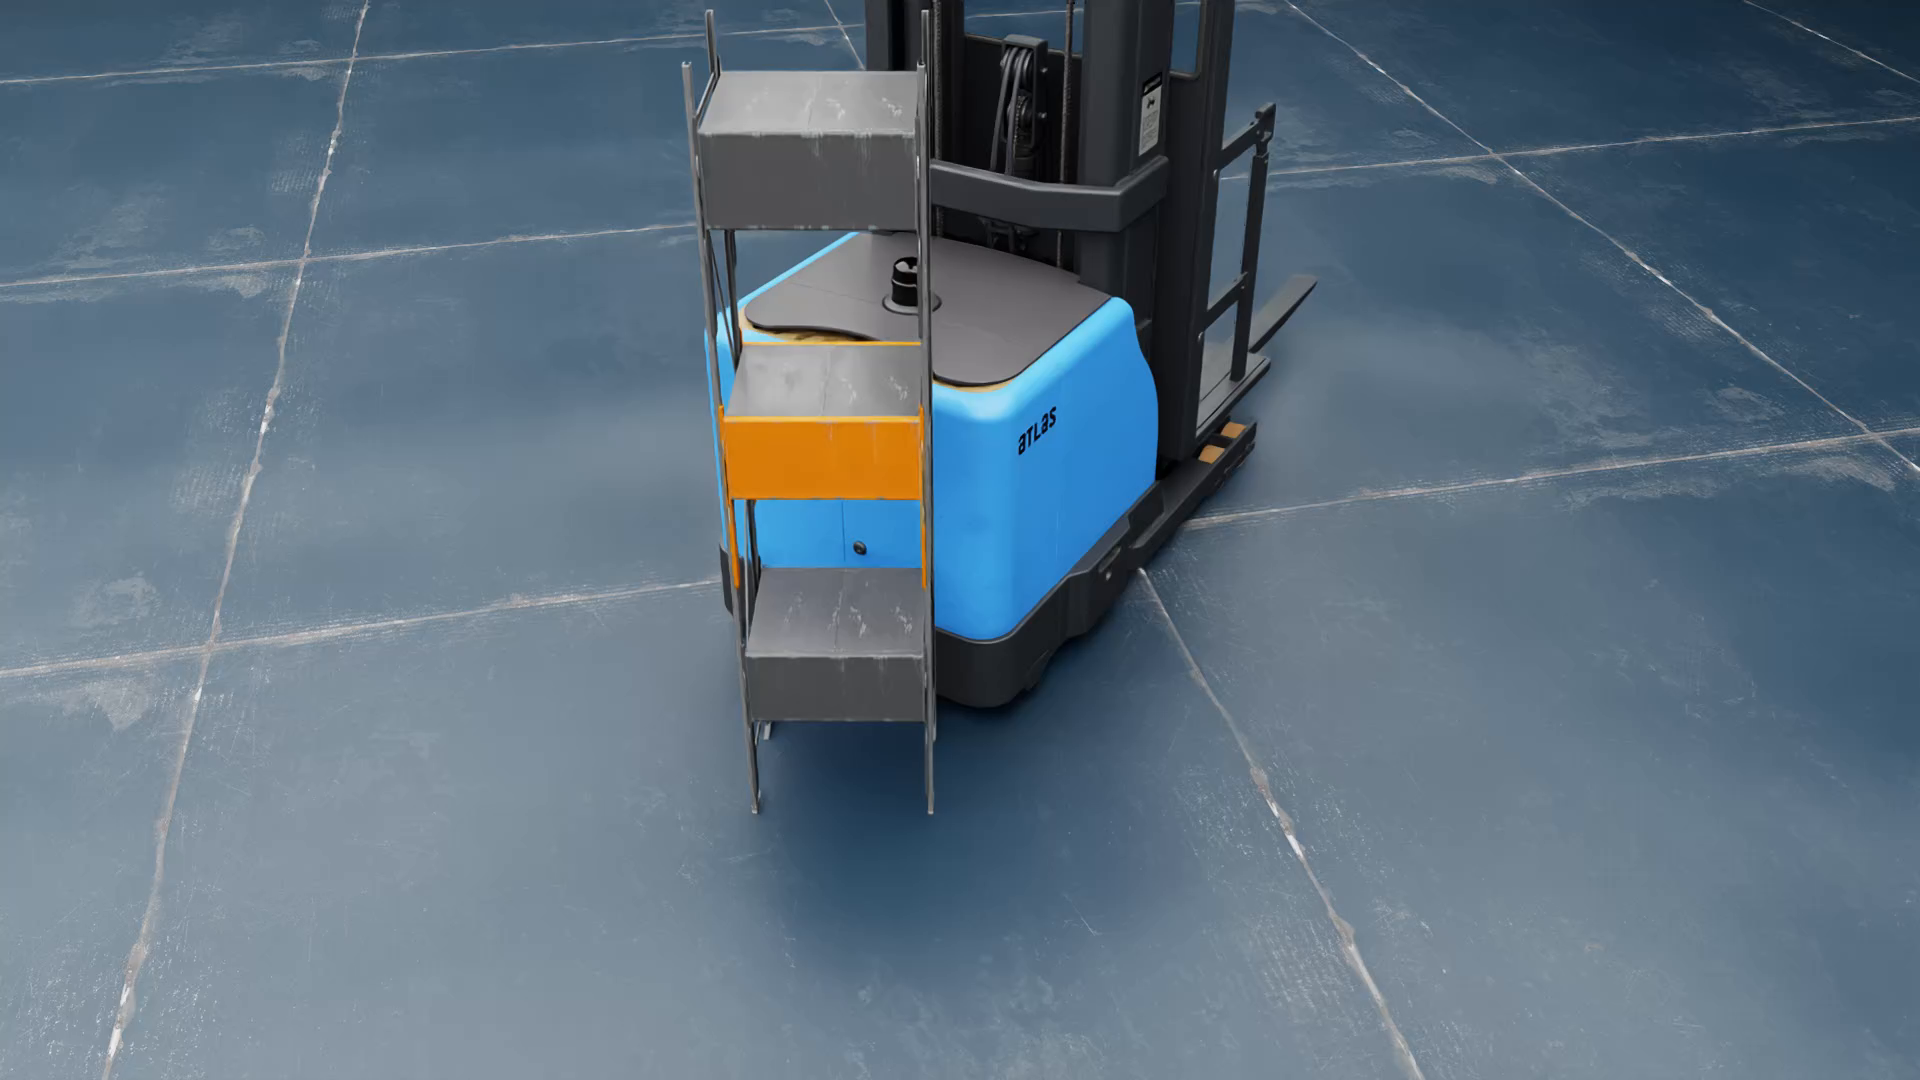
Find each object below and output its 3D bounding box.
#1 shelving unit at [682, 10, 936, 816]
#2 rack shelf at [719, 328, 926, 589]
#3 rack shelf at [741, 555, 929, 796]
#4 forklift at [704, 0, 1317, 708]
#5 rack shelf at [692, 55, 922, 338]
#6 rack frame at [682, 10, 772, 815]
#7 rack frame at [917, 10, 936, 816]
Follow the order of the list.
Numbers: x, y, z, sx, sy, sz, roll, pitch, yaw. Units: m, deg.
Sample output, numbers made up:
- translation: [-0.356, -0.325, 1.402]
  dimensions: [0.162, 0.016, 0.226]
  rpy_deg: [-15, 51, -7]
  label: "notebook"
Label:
- translation: [-0.324, -0.220, 4.193]
  dimensions: [0.503, 2.100, 0.431]
  rpy_deg: [0, 34, 0]
  label: "shelving unit"
- translation: [-0.324, -0.208, 4.200]
  dimensions: [0.480, 0.518, 0.431]
  rpy_deg: [0, 34, 0]
  label: "rack shelf"
- translation: [-0.324, 0.373, 4.591]
  dimensions: [0.480, 0.518, 0.431]
  rpy_deg: [0, 34, 0]
  label: "rack shelf"
- translation: [0.437, -1.514, 5.376]
  dimensions: [1.130, 2.935, 3.031]
  rpy_deg: [19, 38, 25]
  label: "forklift"
- translation: [-0.324, -0.790, 3.810]
  dimensions: [0.480, 0.518, 0.431]
  rpy_deg: [0, 34, 0]
  label: "rack shelf"
- translation: [-0.568, -0.220, 4.194]
  dimensions: [0.015, 2.100, 0.400]
  rpy_deg: [0, 34, 0]
  label: "rack frame"
- translation: [-0.080, -0.219, 4.192]
  dimensions: [0.015, 2.100, 0.400]
  rpy_deg: [0, 34, 0]
  label: "rack frame"
